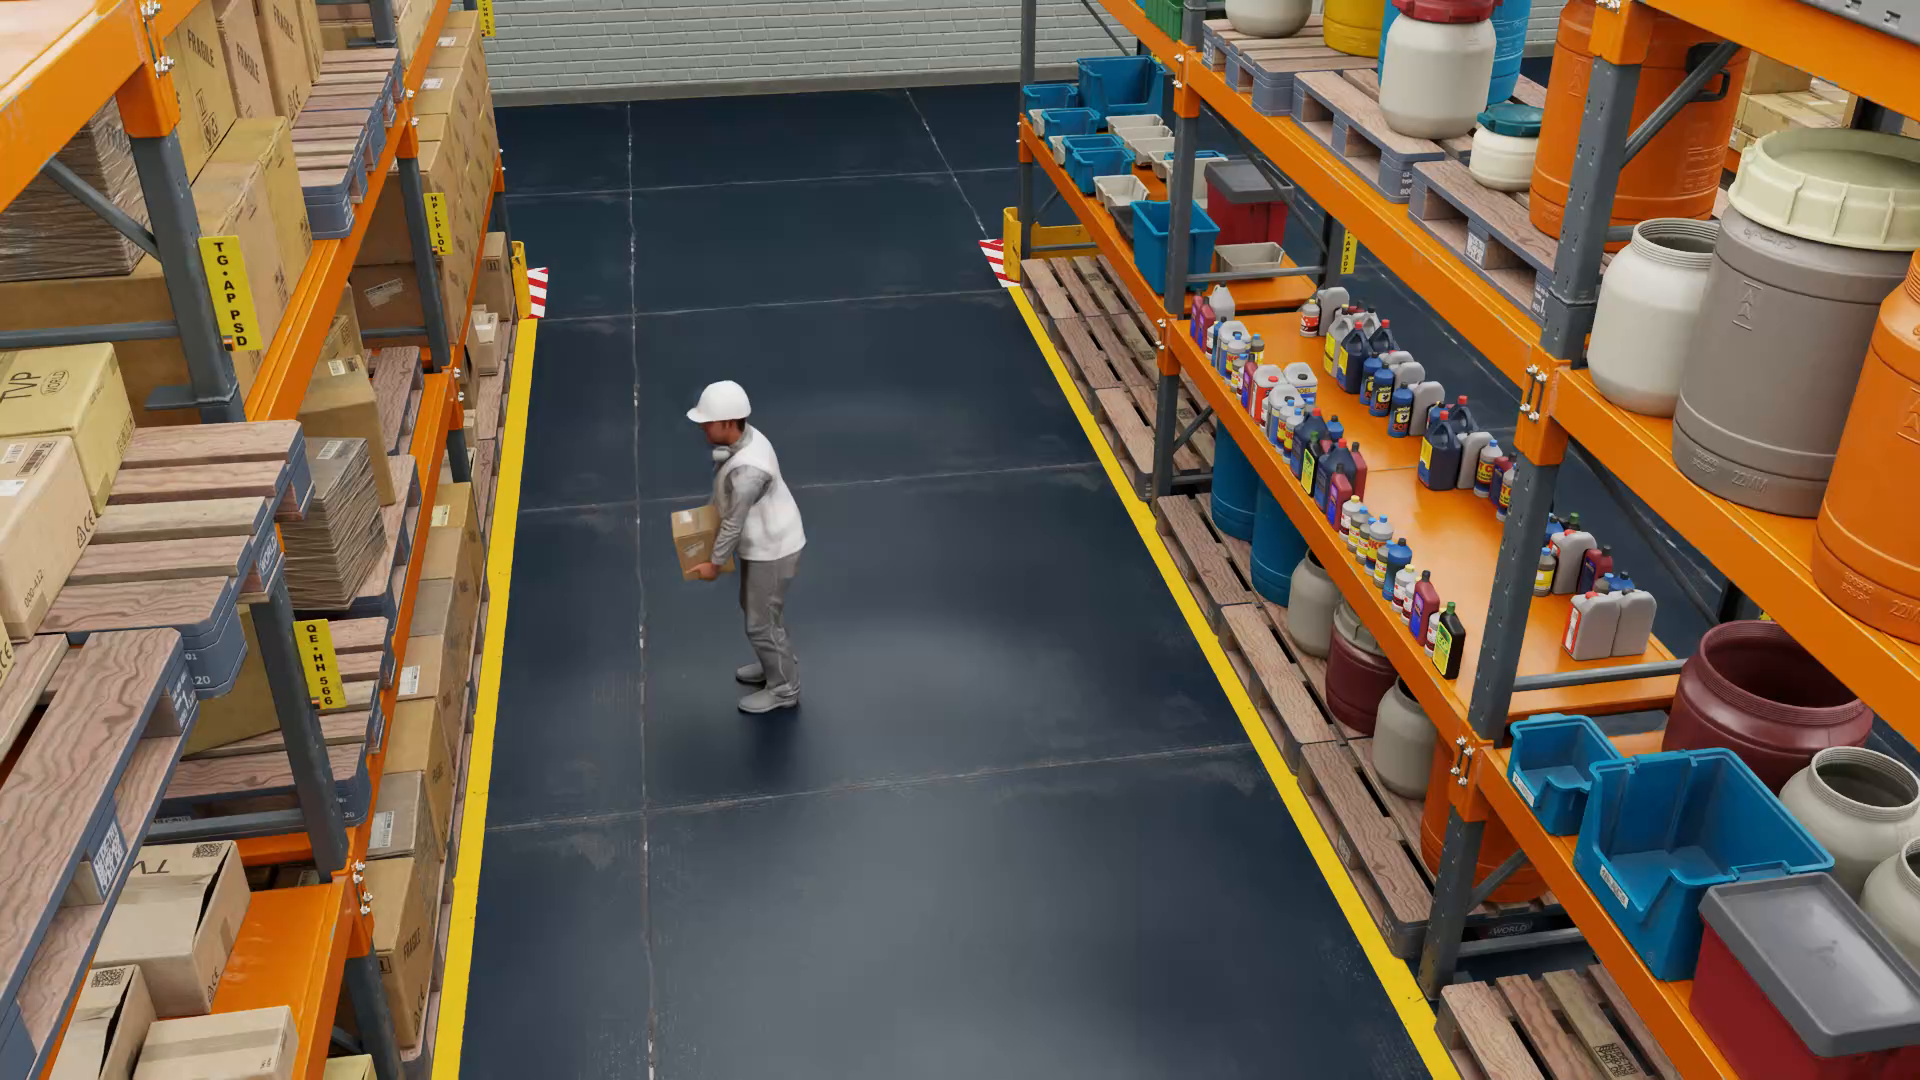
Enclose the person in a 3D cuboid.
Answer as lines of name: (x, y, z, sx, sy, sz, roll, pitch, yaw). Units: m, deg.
person: (-1.046, 0.033, 8.078, 0.584, 1.756, 0.484, -6, 31, -10)
